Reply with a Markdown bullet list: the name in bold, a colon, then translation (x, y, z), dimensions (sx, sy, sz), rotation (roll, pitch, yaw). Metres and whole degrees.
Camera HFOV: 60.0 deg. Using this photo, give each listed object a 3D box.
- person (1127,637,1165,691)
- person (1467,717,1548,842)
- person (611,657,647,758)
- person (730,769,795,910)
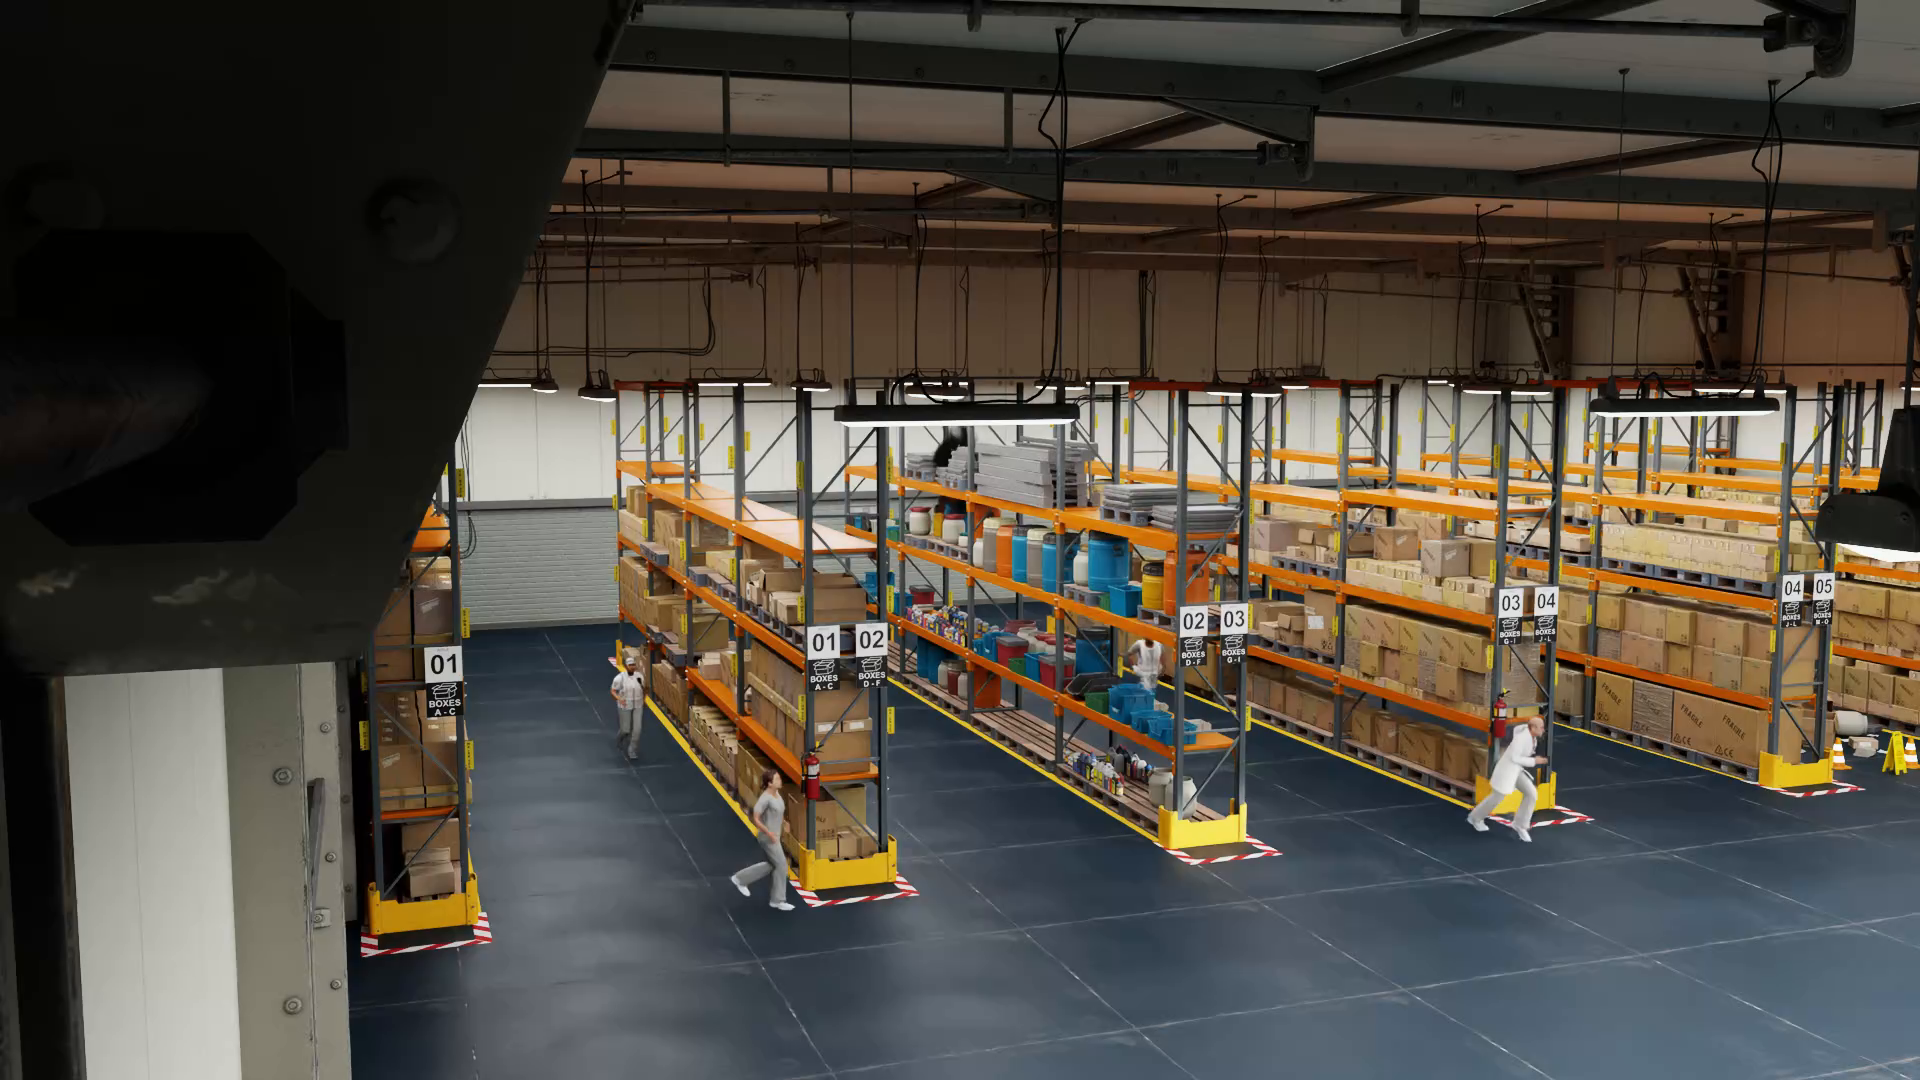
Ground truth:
- **person**: translation (3.275, 2.372, 29.359), dimensions (0.679, 1.771, 1.073), rotation (-3, 7, -23)
- **person**: translation (7.342, 3.175, 22.260), dimensions (1.071, 1.728, 0.750), rotation (5, 8, 37)
- **person**: translation (-5.325, 2.691, 26.841), dimensions (0.595, 1.622, 0.561), rotation (-3, 7, -28)
- **person**: translation (-2.307, 3.476, 19.350), dimensions (0.765, 1.678, 0.565), rotation (1, 6, 8)
